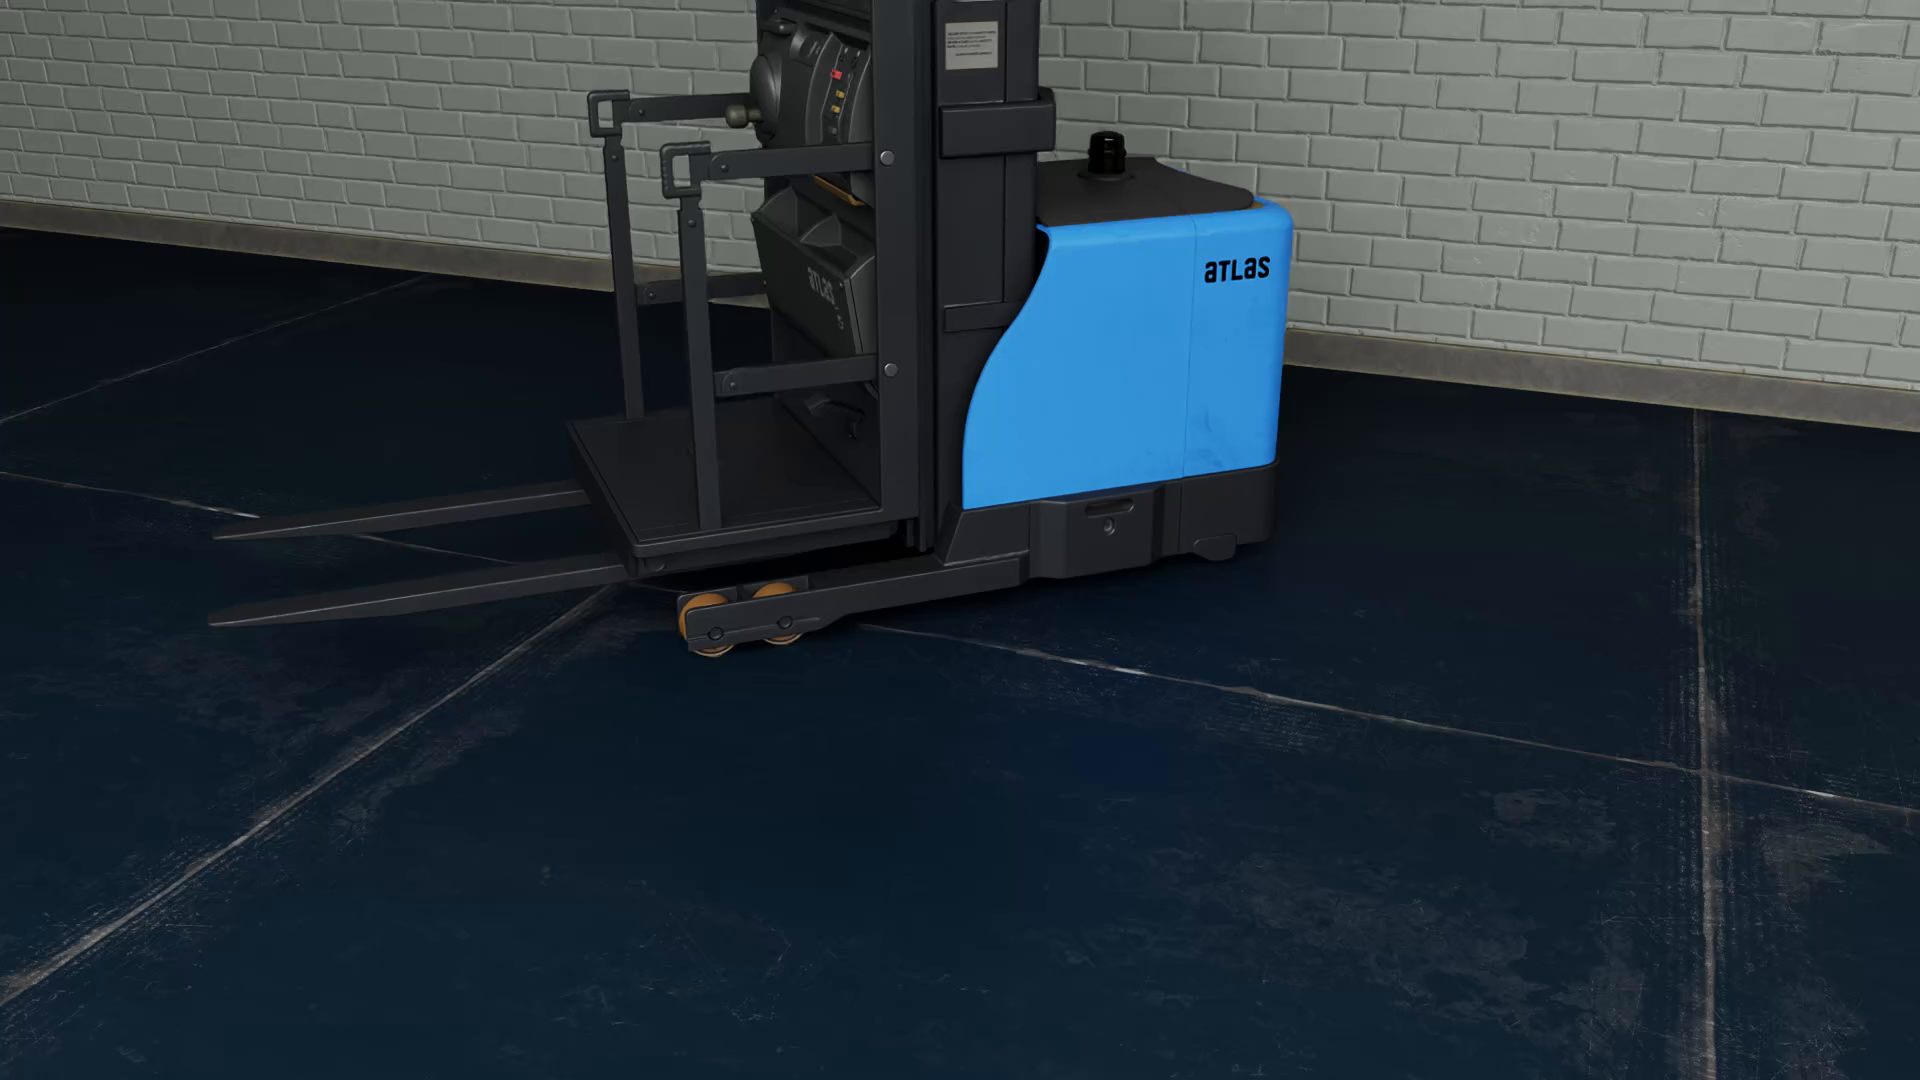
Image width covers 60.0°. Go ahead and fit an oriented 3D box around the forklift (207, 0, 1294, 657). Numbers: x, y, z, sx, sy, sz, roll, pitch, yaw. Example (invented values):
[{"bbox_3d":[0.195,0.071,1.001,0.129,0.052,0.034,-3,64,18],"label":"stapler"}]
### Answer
[{"bbox_3d":[-0.598,-1.268,4.483,3.031,2.935,1.130,-9,24,-20],"label":"forklift"}]
